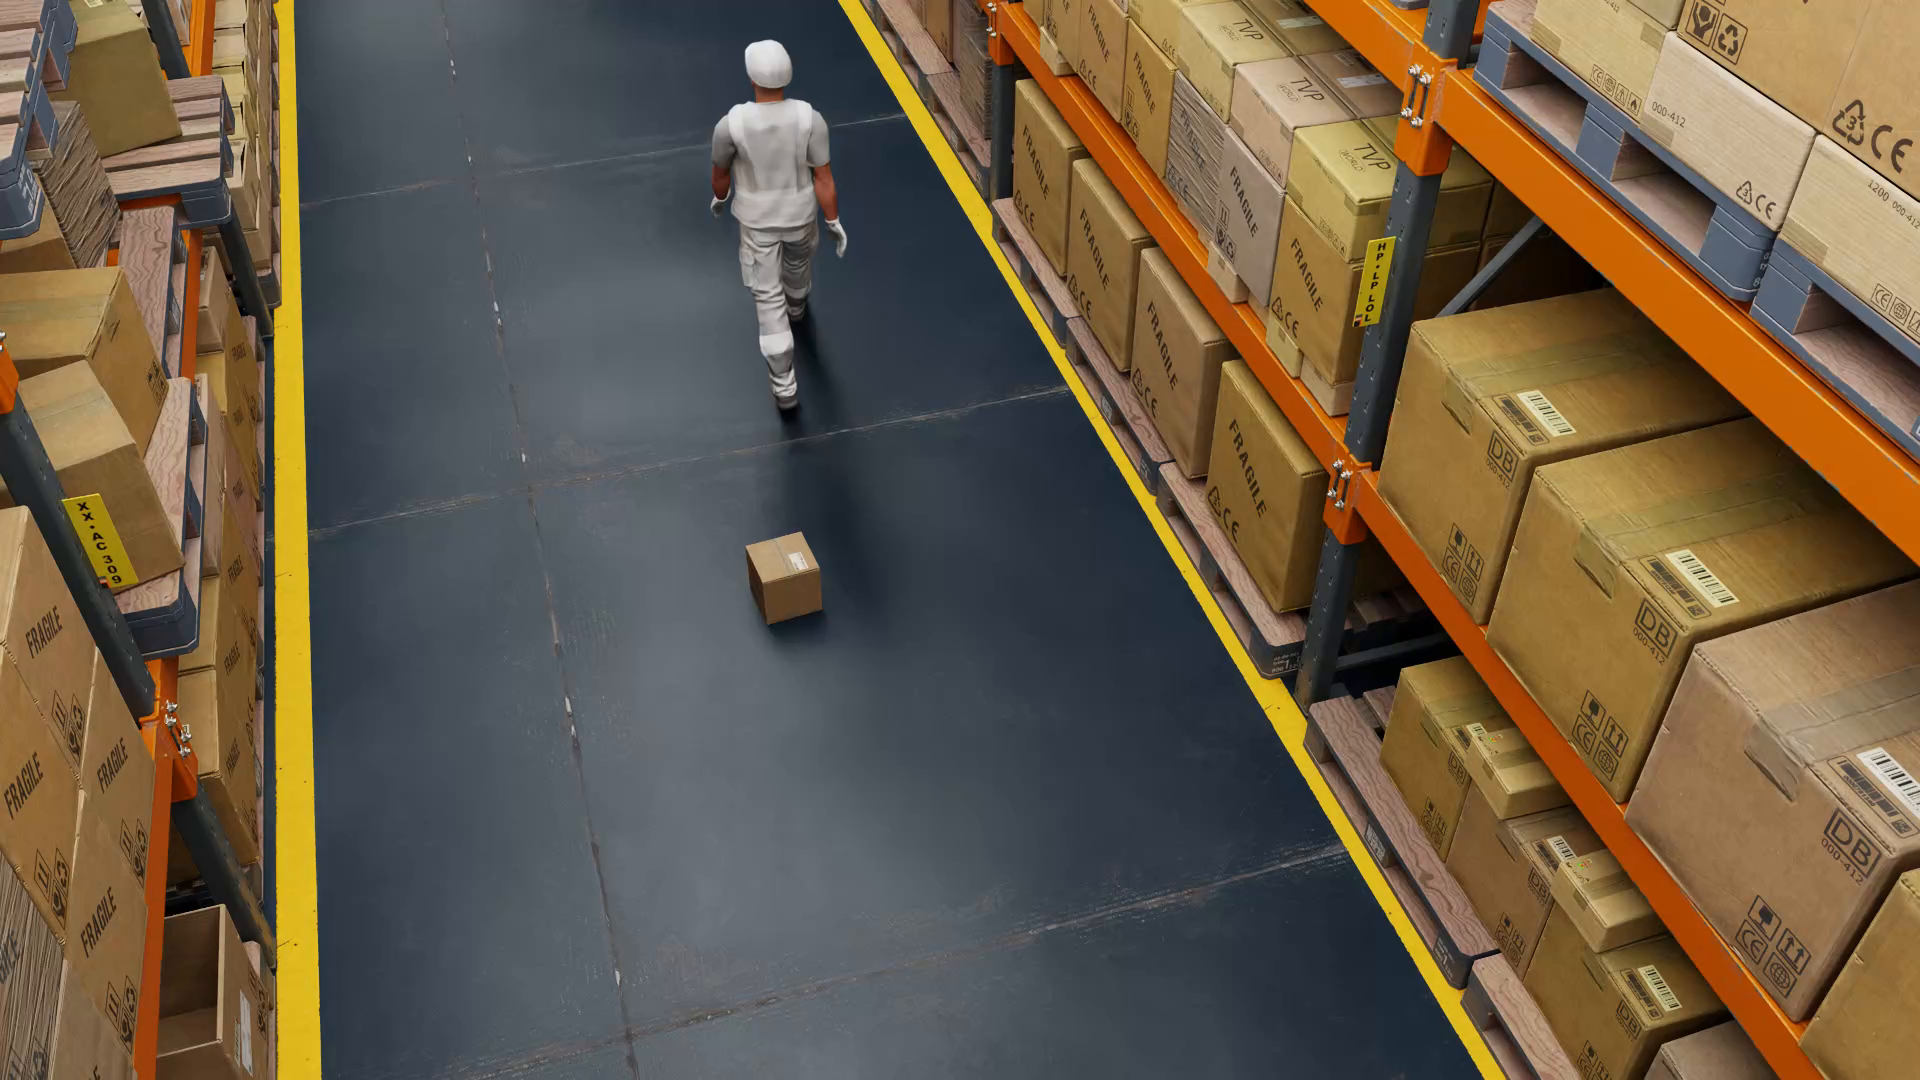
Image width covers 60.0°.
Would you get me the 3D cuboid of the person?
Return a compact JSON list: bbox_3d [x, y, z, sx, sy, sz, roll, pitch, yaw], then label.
[{"bbox_3d":[-0.881,-1.599,7.924,0.583,1.730,1.088,-11,43,-12],"label":"person"}]
